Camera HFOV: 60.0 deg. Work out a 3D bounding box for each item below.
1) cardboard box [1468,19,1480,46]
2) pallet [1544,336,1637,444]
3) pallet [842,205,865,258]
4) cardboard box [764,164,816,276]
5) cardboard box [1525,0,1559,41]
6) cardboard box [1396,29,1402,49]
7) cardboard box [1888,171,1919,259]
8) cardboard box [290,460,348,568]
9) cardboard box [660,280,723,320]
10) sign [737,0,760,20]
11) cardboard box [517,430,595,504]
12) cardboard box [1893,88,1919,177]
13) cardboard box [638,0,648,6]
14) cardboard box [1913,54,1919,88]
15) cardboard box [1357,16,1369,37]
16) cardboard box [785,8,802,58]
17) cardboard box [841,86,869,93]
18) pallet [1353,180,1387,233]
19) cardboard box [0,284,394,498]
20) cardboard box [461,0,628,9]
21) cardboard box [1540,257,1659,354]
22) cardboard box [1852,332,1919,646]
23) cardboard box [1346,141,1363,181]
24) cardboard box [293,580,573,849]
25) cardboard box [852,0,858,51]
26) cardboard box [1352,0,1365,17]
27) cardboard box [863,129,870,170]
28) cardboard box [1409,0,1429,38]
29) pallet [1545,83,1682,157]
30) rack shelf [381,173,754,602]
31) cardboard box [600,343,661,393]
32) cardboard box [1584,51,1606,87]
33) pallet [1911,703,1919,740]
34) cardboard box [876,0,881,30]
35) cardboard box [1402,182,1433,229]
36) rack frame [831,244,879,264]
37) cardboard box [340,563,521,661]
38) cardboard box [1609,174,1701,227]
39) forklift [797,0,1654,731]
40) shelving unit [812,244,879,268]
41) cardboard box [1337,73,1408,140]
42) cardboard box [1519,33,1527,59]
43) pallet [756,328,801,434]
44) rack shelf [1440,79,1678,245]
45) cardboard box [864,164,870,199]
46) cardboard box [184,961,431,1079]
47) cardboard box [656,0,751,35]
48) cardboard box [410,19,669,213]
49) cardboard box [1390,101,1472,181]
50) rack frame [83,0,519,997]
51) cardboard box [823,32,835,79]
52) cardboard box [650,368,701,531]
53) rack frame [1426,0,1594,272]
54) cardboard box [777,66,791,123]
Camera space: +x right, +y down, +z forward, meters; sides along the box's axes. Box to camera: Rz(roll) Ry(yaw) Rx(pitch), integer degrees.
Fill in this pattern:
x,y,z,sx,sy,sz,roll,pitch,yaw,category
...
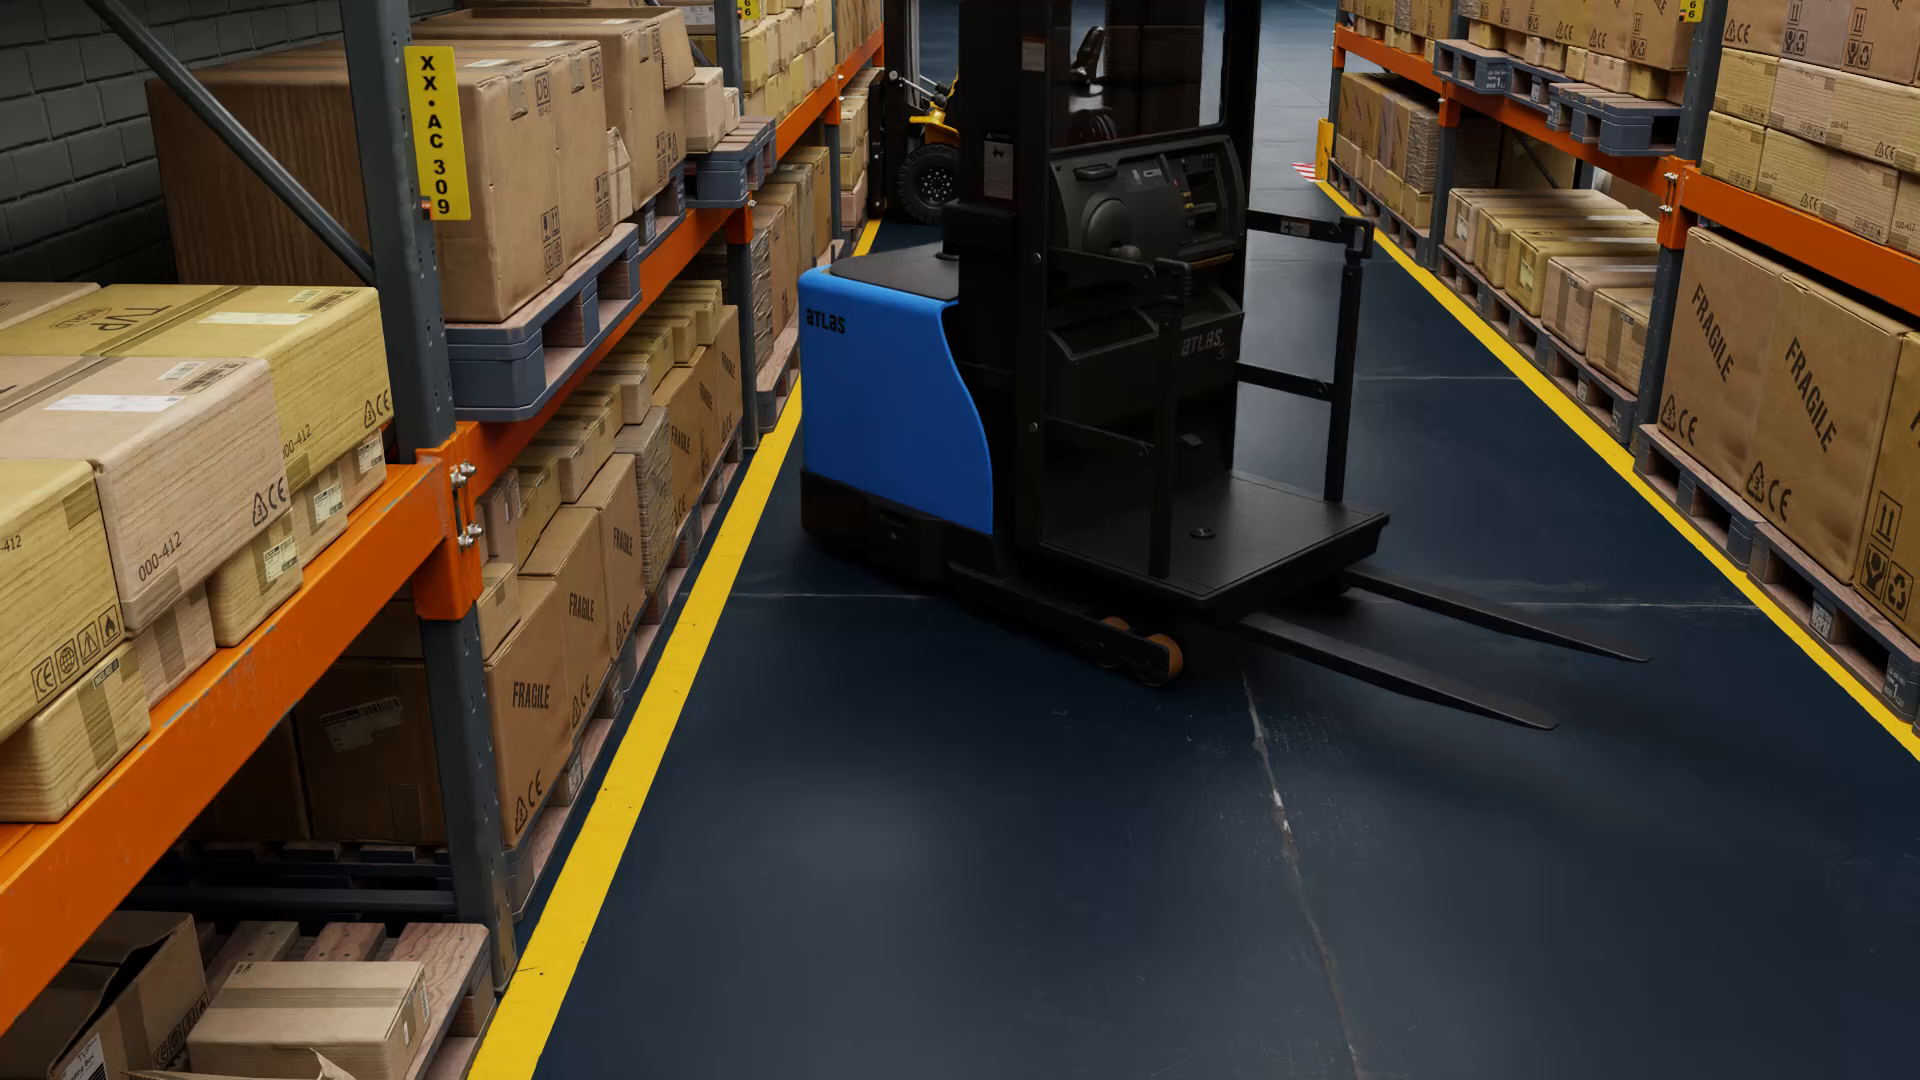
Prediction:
x,y,z,sx,sy,sz,roll,pitch,yaw,category
3.325,-3.099,10.135,0.380,0.149,0.250,1,21,2,cardboard box
3.561,-0.752,8.176,1.003,0.211,1.213,1,21,2,pallet
-1.238,-2.257,12.053,1.003,0.211,1.213,1,21,2,pallet
-1.340,-1.889,9.953,0.875,0.625,0.625,0,21,1,cardboard box
3.308,-2.885,8.689,0.500,0.500,0.500,0,21,-1,cardboard box
3.428,-3.678,12.209,0.380,0.149,0.250,0,21,1,cardboard box
3.238,-0.972,5.094,0.500,0.250,0.500,1,21,2,cardboard box
-1.291,-0.047,2.852,0.380,0.149,0.250,1,21,3,cardboard box
-1.188,-0.975,6.873,0.380,0.149,0.250,0,21,-1,cardboard box
-0.883,-2.324,6.879,0.100,0.325,0.005,1,21,2,sign
-1.303,-0.220,4.927,0.380,0.149,0.250,1,21,1,cardboard box
3.201,-1.202,4.997,0.500,0.250,0.500,1,21,3,cardboard box
-1.653,-2.481,7.741,0.380,0.149,0.250,1,21,2,cardboard box
3.221,-1.558,4.878,0.500,0.500,0.500,1,21,2,cardboard box
3.426,-4.147,13.418,0.380,0.149,0.250,1,21,2,cardboard box
-1.127,-2.699,8.855,0.500,0.250,0.500,1,21,2,cardboard box
-0.923,-3.376,12.920,0.500,0.250,0.500,0,21,1,cardboard box
3.677,-2.602,12.942,1.003,0.211,1.213,1,21,2,pallet
-1.319,-0.259,2.846,0.500,0.250,0.500,1,21,3,cardboard box
-1.598,-1.881,6.512,0.500,0.500,0.500,2,21,4,cardboard box
3.577,-1.212,8.557,0.950,0.372,0.625,0,21,1,cardboard box
3.373,-0.081,4.947,0.875,0.875,0.875,1,21,3,cardboard box
3.455,-3.103,13.601,0.500,0.250,0.500,1,21,4,cardboard box
-1.308,0.420,4.174,0.500,0.500,0.500,2,21,4,cardboard box
-1.016,-3.845,12.154,0.500,0.500,0.500,0,21,1,cardboard box
3.475,-4.492,13.411,0.500,0.500,0.500,1,21,3,cardboard box
-0.941,-2.952,12.519,0.500,0.250,0.500,0,21,1,cardboard box
3.431,-3.751,11.500,0.500,0.500,0.500,1,21,3,cardboard box
3.451,-1.939,7.646,1.213,0.211,1.003,1,21,2,pallet
-1.487,-0.765,5.348,1.077,0.370,4.000,1,21,2,rack shelf
-1.277,-0.596,5.896,0.380,0.149,0.250,0,21,1,cardboard box
3.225,-2.250,7.948,0.380,0.149,0.250,0,21,-1,cardboard box
3.362,0.696,4.442,1.003,0.211,1.213,1,21,2,pallet
-0.935,-4.582,14.052,0.500,0.500,0.500,0,21,0,cardboard box
3.407,-2.347,11.651,0.500,0.250,0.500,2,21,4,cardboard box
-0.422,-0.690,6.857,0.200,1.050,0.008,5,22,12,rack frame
-1.270,0.163,3.939,0.380,0.149,0.250,2,21,4,cardboard box
5.050,-2.425,12.083,0.500,0.500,0.500,18,27,38,cardboard box
0.784,-1.109,5.335,3.031,2.935,1.130,20,29,41,forklift
-0.449,-0.647,6.746,0.215,1.050,0.252,5,22,12,shelving unit
3.478,-3.629,13.918,0.500,0.500,0.500,0,21,0,cardboard box
3.317,-2.723,9.167,0.380,0.149,0.250,1,21,2,cardboard box
-1.362,-0.820,8.352,1.003,0.211,1.213,1,21,2,pallet
3.597,-2.158,8.938,1.077,0.370,4.000,1,21,2,rack shelf
-0.958,-2.724,12.624,0.500,0.250,0.500,1,21,3,cardboard box
-1.271,0.961,3.266,0.380,0.149,0.250,0,21,0,cardboard box
-1.122,-2.284,7.234,0.380,0.149,0.250,1,21,3,cardboard box
-1.269,-1.263,4.918,0.700,0.500,0.500,1,21,1,cardboard box
3.421,-2.881,11.990,0.500,0.500,0.500,1,21,3,cardboard box
-1.547,-0.377,3.354,1.000,3.000,0.127,1,21,2,rack frame
-1.058,-3.014,10.359,0.500,0.250,0.500,1,21,3,cardboard box
-1.263,-0.328,6.103,0.500,0.500,0.500,2,21,4,cardboard box
3.657,-3.216,10.671,1.000,3.000,0.127,1,21,2,rack frame
-1.139,-2.279,8.464,0.500,0.250,0.500,0,21,0,cardboard box
